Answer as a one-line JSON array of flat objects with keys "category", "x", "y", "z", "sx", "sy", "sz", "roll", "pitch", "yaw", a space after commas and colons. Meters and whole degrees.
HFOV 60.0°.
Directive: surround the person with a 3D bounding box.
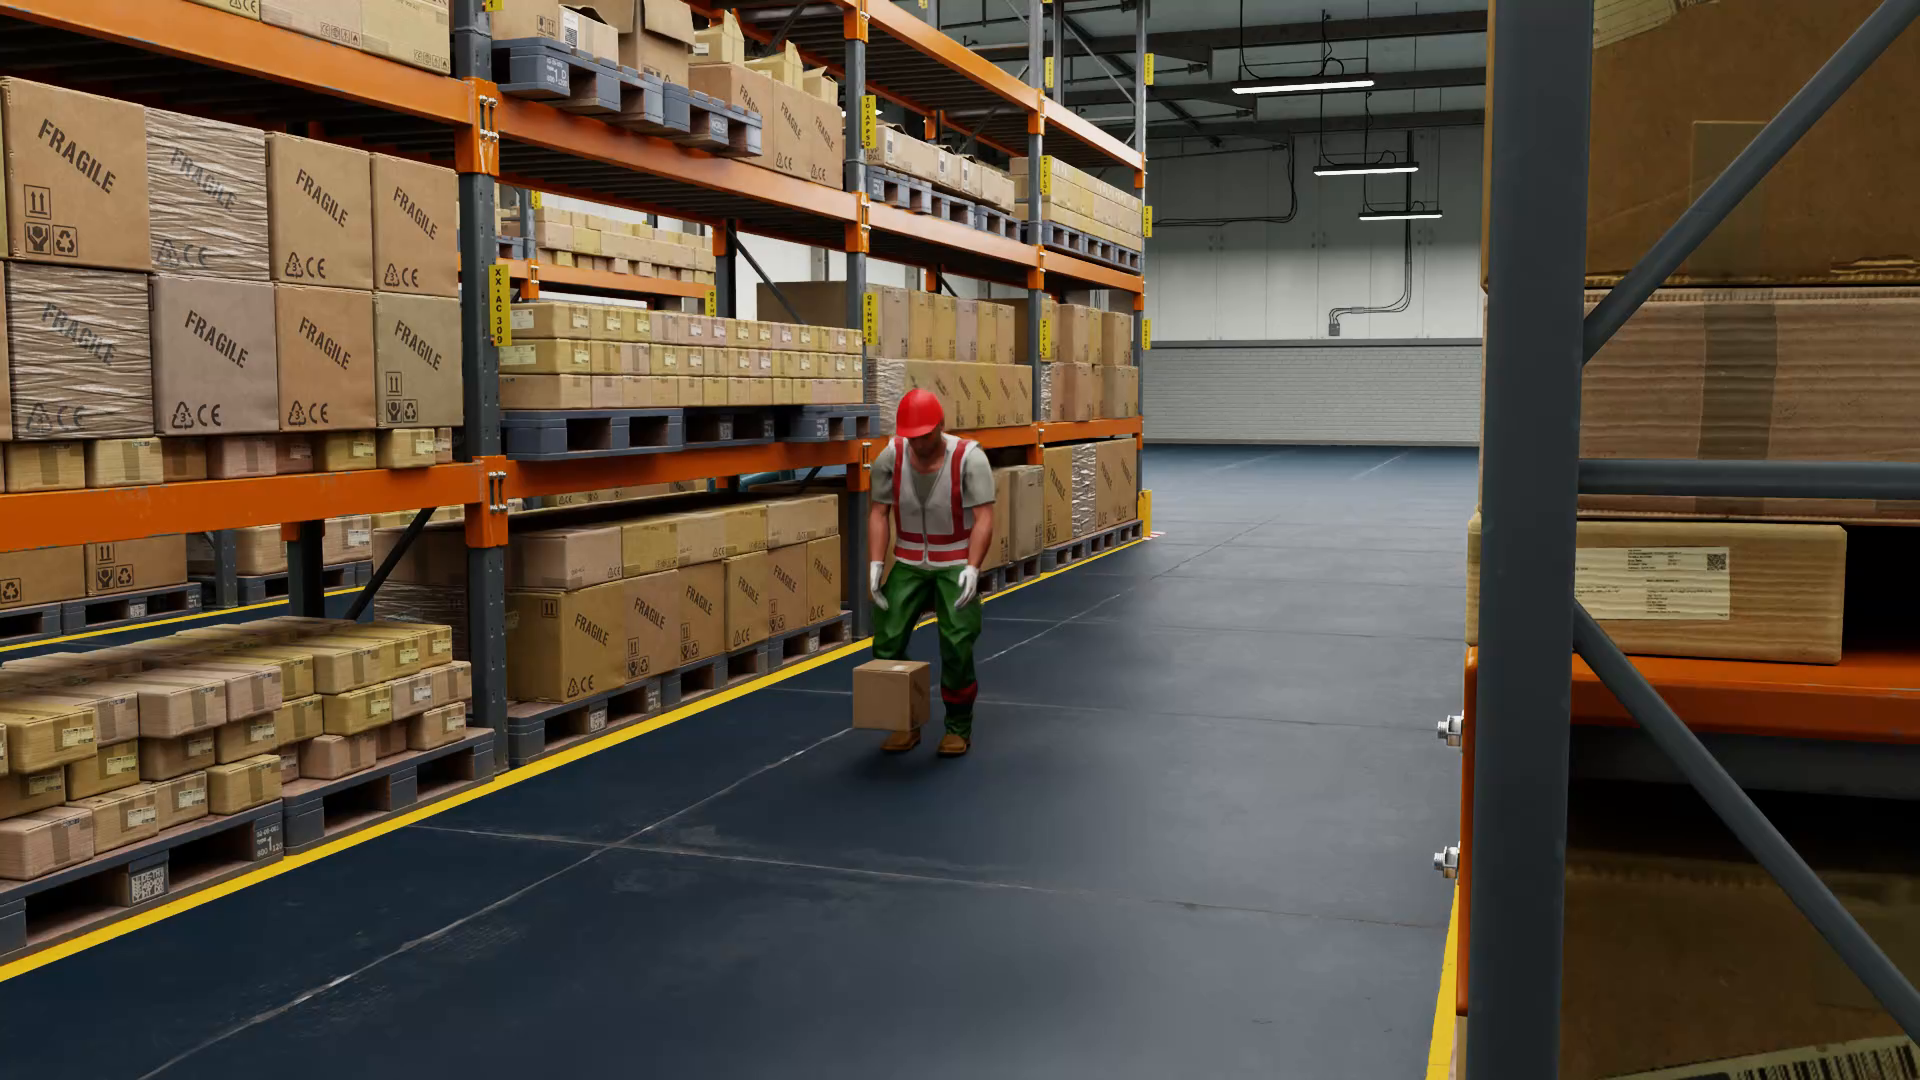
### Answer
[{"category": "person", "x": -0.117, "y": 0.140, "z": 7.290, "sx": 0.572, "sy": 1.604, "sz": 0.625, "roll": 2, "pitch": 5, "yaw": 19}]
